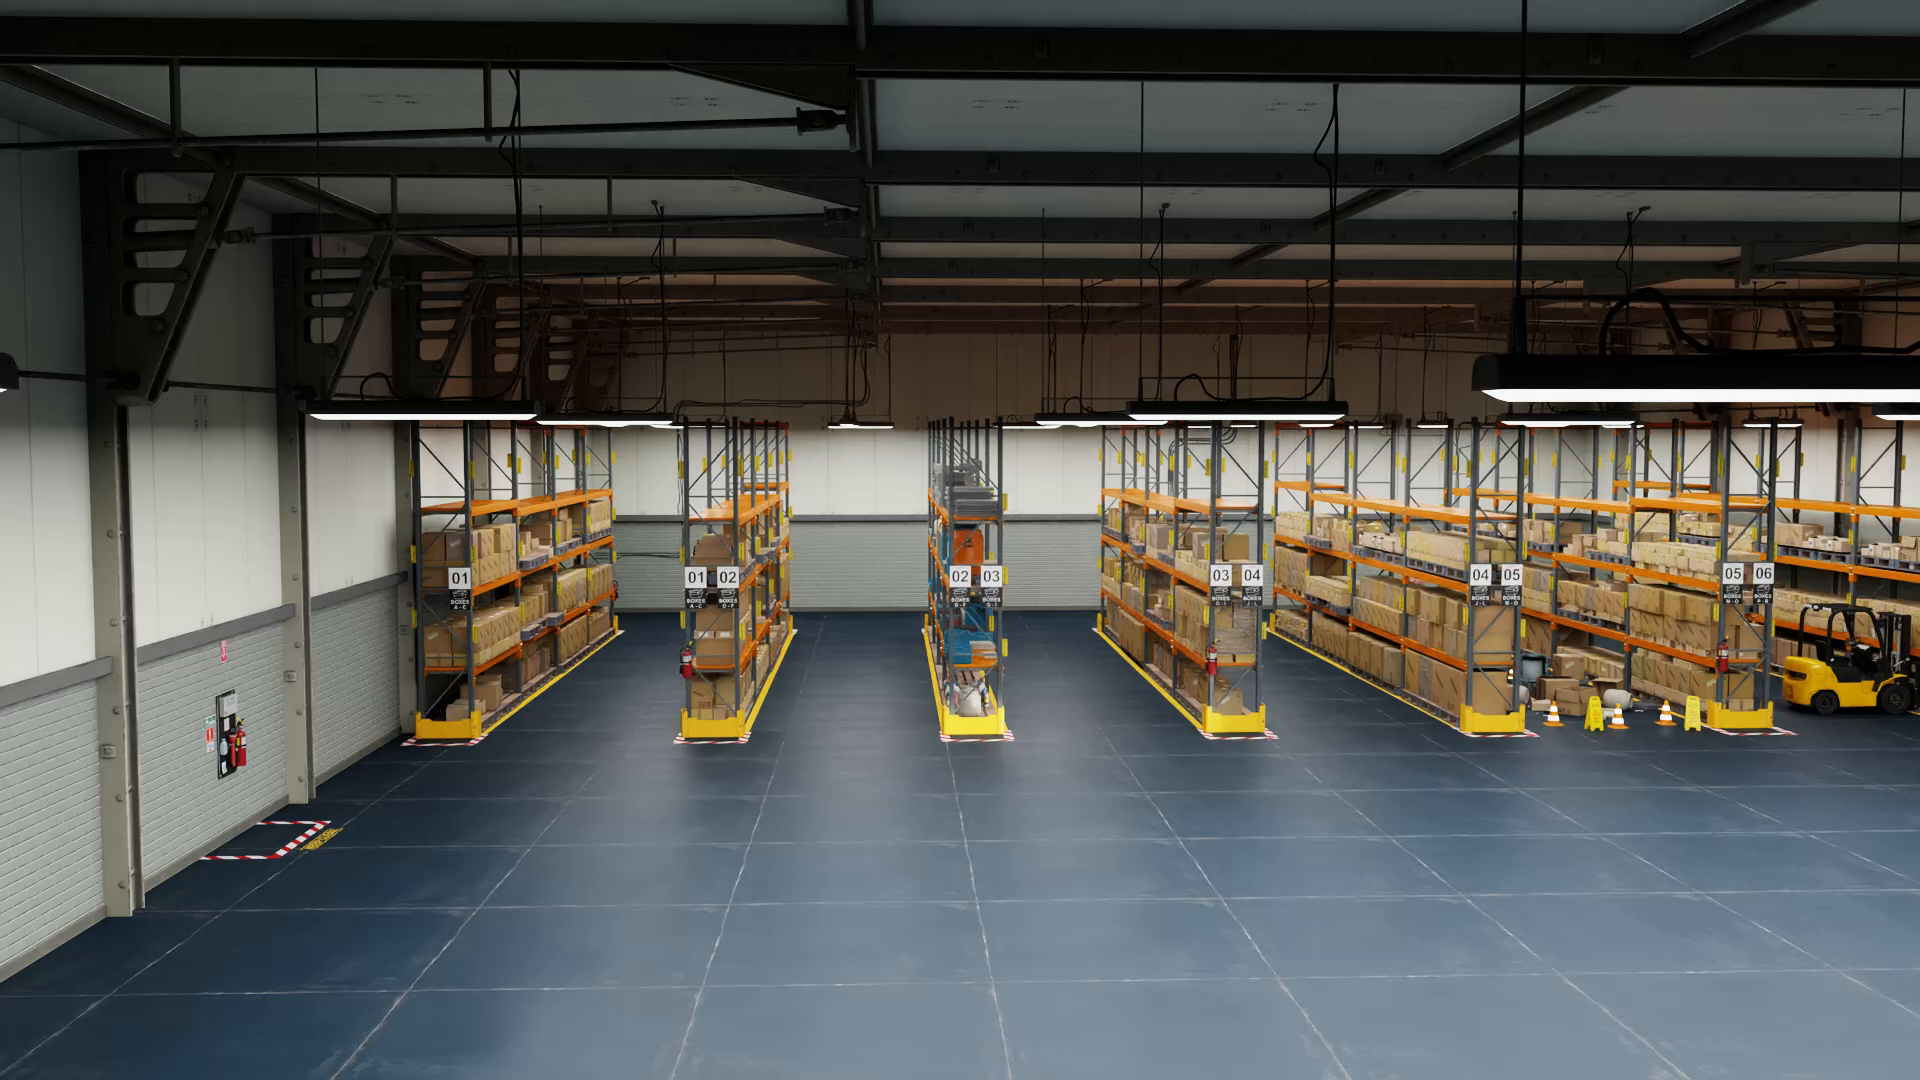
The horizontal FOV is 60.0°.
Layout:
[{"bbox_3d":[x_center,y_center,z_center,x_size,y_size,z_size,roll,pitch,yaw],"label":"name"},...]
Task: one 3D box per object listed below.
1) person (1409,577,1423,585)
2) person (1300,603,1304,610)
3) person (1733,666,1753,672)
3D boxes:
[{"bbox_3d":[14.231,1.458,51.974,1.045,1.751,0.551,-1,4,-15],"label":"person"},{"bbox_3d":[10.302,1.700,48.967,0.555,1.620,0.498,0,4,-6],"label":"person"},{"bbox_3d":[17.086,2.615,36.273,0.472,1.495,0.737,0,4,-1],"label":"person"}]
